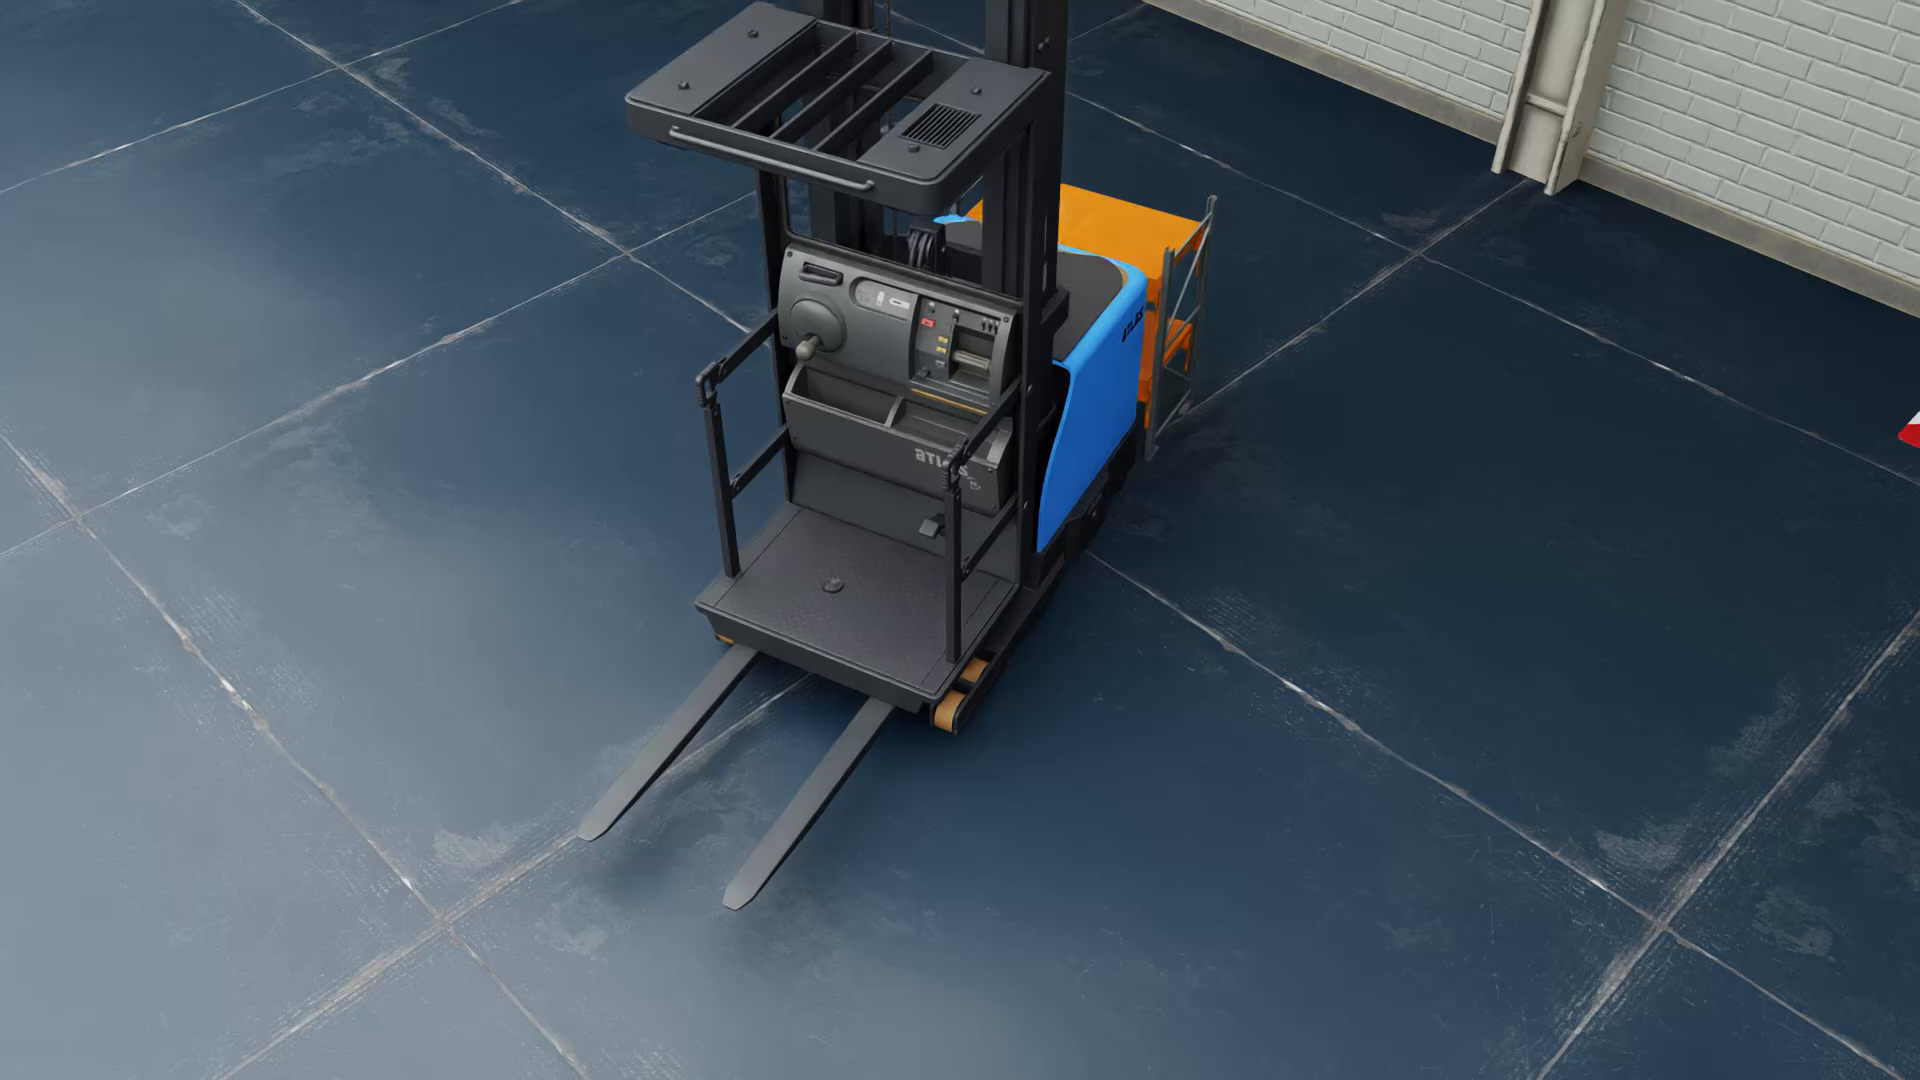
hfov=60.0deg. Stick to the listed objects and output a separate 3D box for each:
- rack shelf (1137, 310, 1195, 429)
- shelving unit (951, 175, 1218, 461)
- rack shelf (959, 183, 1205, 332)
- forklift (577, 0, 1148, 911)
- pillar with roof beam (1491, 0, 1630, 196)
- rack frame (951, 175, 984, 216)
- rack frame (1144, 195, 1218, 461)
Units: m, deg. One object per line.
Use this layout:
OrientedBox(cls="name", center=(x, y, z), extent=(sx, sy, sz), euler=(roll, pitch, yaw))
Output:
OrientedBox(cls="rack shelf", center=(0.538, -0.920, 7.776), extent=(1.000, 0.278, 0.538), euler=(21, 47, 21))
OrientedBox(cls="shelving unit", center=(0.538, -1.100, 7.611), extent=(1.048, 1.125, 0.538), euler=(21, 47, 21))
OrientedBox(cls="rack shelf", center=(0.538, -1.315, 7.412), extent=(1.000, 0.278, 0.538), euler=(21, 47, 21))
OrientedBox(cls="forklift", center=(-0.338, -0.683, 5.830), extent=(1.130, 2.935, 3.031), euler=(20, 46, 20))
OrientedBox(cls="pillar with roof beam", center=(0.246, -3.343, 4.237), extent=(9.100, 9.000, 0.400), euler=(-34, 53, -31))
OrientedBox(cls="rack frame", center=(0.095, -1.268, 7.793), extent=(0.032, 1.125, 0.500), euler=(21, 47, 21))
OrientedBox(cls="rack frame", center=(0.981, -0.931, 7.428), extent=(0.032, 1.125, 0.500), euler=(21, 47, 21))
